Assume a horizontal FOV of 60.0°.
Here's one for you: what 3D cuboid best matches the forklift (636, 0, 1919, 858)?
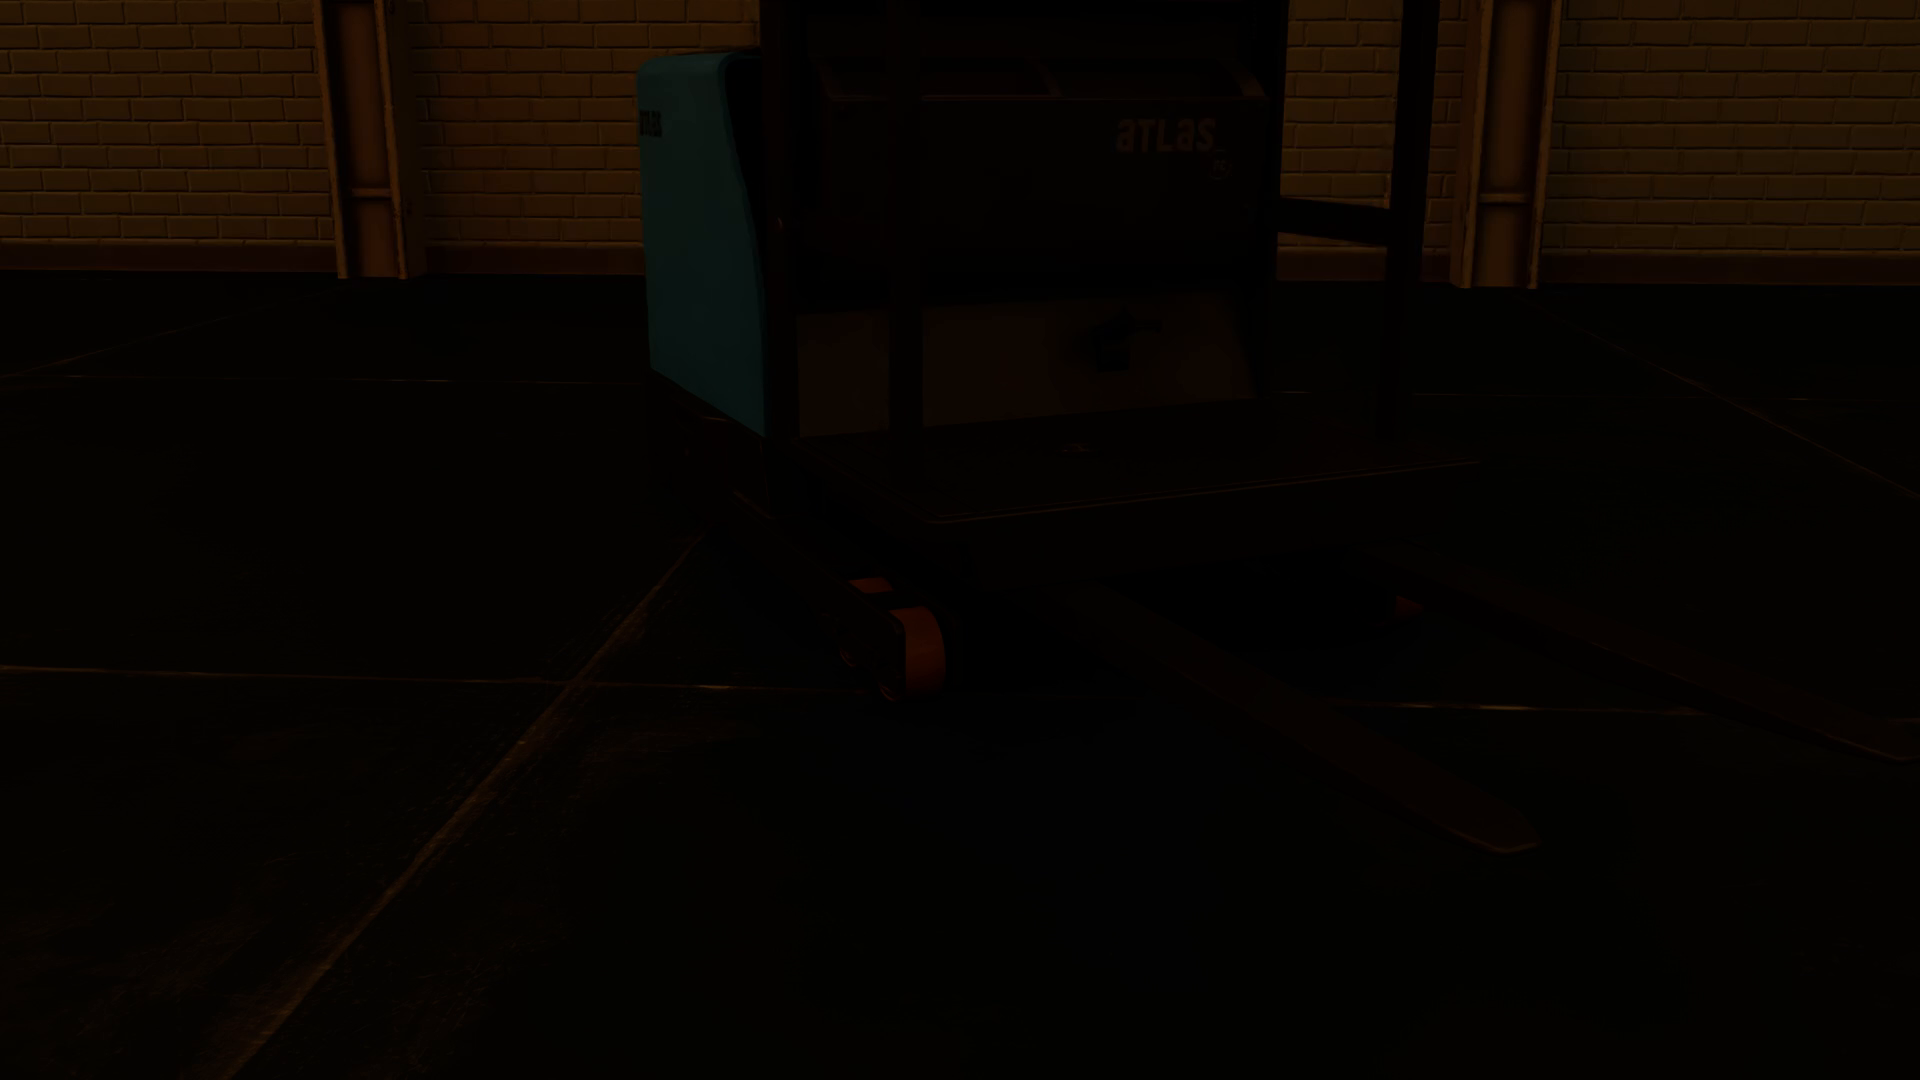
[{"bbox_3d":[0.254,-1.267,2.886,1.130,2.935,3.031,-7,17,-23],"label":"forklift"}]
